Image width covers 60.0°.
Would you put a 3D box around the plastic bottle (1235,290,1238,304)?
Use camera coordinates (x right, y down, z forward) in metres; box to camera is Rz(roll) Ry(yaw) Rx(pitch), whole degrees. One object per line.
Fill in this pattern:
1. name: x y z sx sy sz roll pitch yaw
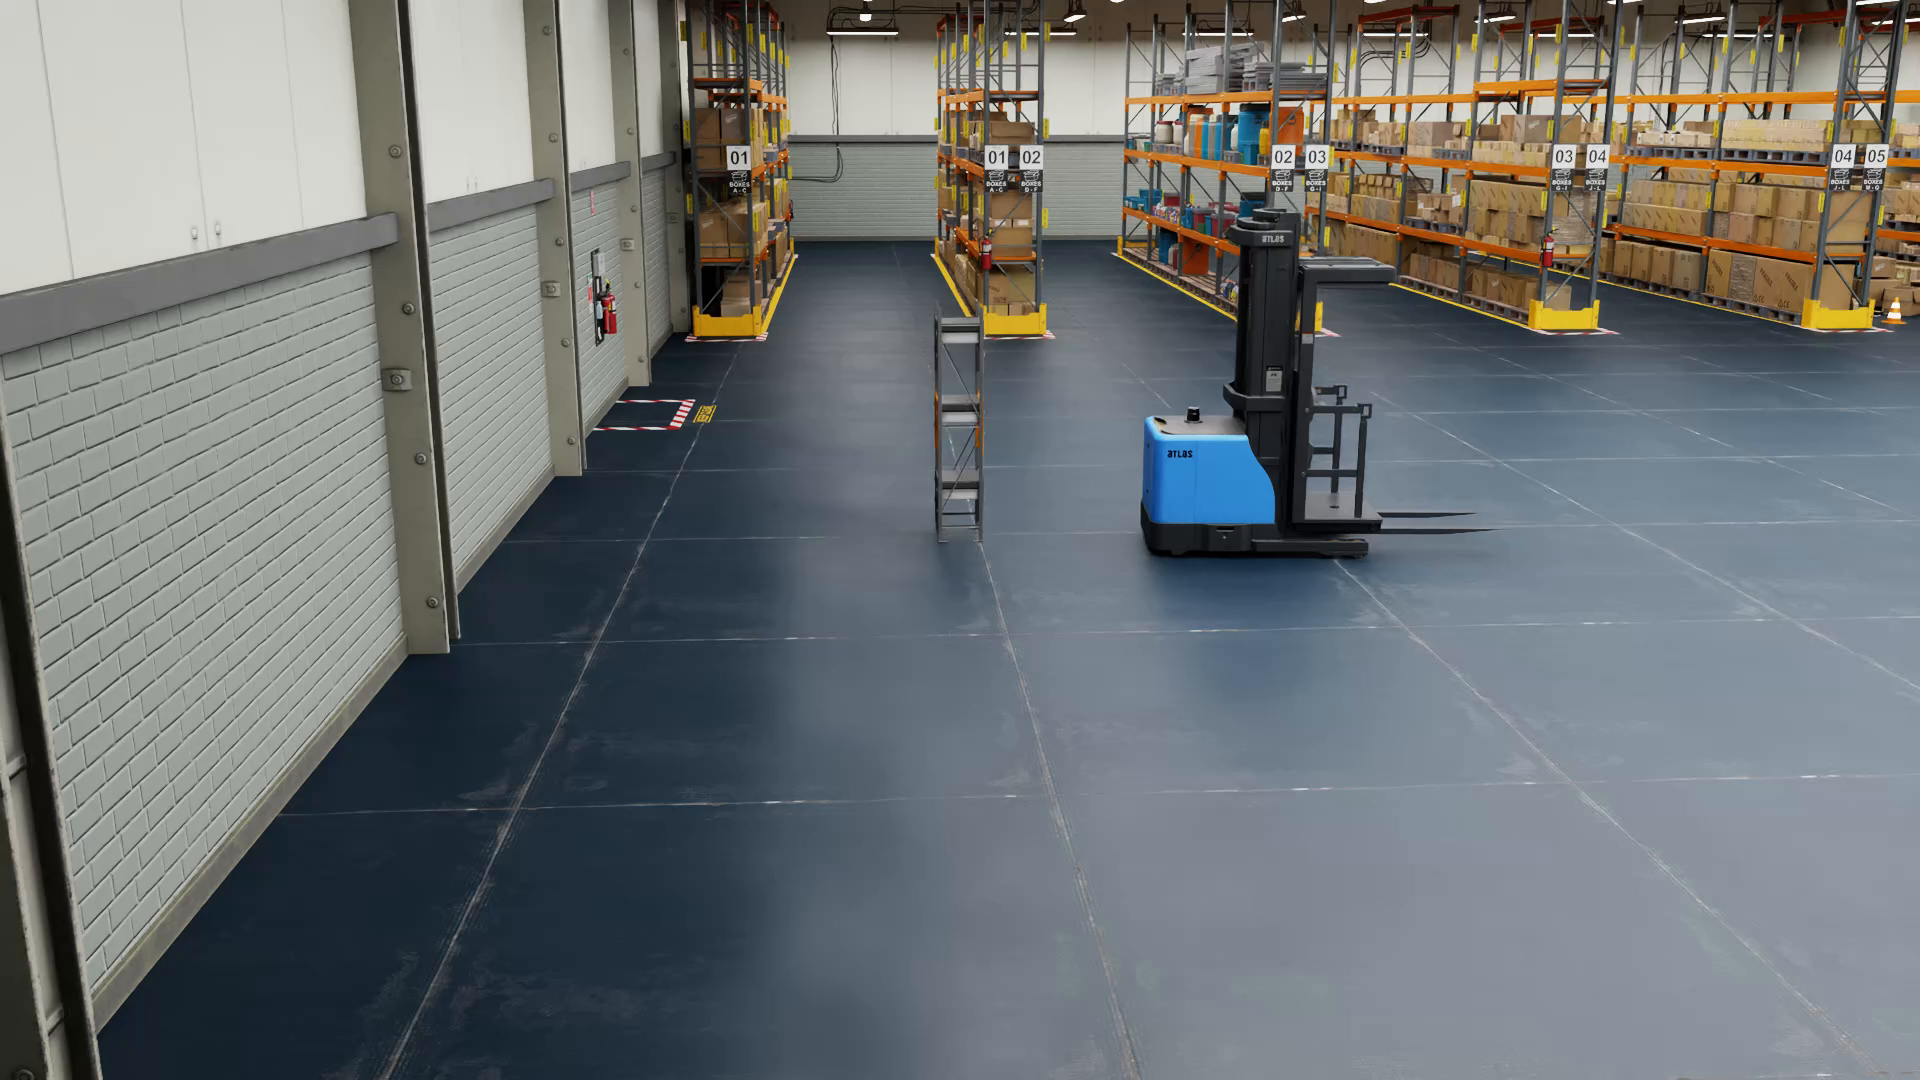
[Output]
1. plastic bottle: 5.306 -4.600 31.469 0.152 0.276 0.135 -1 14 -5

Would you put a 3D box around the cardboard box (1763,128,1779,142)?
1. cardboard box: 15.354 -7.555 31.009 0.500 0.250 0.500 -1 14 -3

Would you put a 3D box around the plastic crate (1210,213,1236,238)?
1. plastic crate: 5.271 -6.300 33.365 0.402 0.464 0.583 -1 14 -3

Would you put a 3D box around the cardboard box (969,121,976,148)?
1. cardboard box: 0.431 -7.721 31.671 0.500 0.500 0.500 0 14 1

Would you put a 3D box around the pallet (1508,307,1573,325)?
1. pallet: 10.778 -4.106 30.562 1.003 0.211 1.213 -1 14 -3

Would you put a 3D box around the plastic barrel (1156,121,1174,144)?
1. plastic barrel: 4.893 -9.730 39.689 0.433 0.535 0.433 0 14 0

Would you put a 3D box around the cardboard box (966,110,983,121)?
1. cardboard box: 0.394 -9.167 36.407 0.500 0.500 0.500 -1 14 -3

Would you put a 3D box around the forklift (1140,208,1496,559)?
1. forklift: 3.169 -1.387 14.534 3.031 2.935 1.130 0 14 1

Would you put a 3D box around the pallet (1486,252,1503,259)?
1. pallet: 14.783 -7.694 44.506 1.003 0.211 1.213 -1 14 -3

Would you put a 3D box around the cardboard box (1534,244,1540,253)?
1. cardboard box: 10.559 -5.243 29.890 0.380 0.149 0.250 -1 14 -3

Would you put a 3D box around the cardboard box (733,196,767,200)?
1. cardboard box: -4.428 -7.002 35.135 0.700 0.500 0.500 -2 15 -9

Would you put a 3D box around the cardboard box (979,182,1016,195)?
1. cardboard box: 0.729 -6.519 31.538 0.700 0.500 0.500 -1 14 -4

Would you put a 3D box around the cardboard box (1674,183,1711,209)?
1. cardboard box: 15.405 -7.191 34.748 0.700 0.500 0.500 -1 14 -3

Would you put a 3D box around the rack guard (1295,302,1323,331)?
1. rack guard: 5.803 -3.966 29.439 1.175 0.500 0.348 -1 14 -3

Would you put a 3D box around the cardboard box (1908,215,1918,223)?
1. cardboard box: 20.083 -6.718 34.778 0.380 0.149 0.250 -1 14 -4

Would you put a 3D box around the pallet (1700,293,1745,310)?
1. pallet: 15.476 -4.741 33.028 1.003 0.211 1.213 -1 14 -3

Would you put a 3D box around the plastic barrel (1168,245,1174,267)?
1. plastic barrel: 5.117 -6.688 39.151 0.421 0.512 0.421 0 14 0

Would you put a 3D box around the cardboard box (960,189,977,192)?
1. cardboard box: 0.338 -7.881 38.593 0.700 0.500 0.500 -5 15 -18

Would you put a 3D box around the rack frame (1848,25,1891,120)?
1. rack frame: 24.652 -12.350 44.968 1.000 3.000 0.127 -1 14 -3

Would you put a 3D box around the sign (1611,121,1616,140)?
1. sign: 11.339 -7.120 28.904 0.100 0.325 0.005 -1 14 -3

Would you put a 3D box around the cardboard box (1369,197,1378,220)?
1. cardboard box: 9.933 -7.772 39.012 0.500 0.500 0.500 -1 14 -2

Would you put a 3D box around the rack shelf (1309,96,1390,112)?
1. rack shelf: 9.931 -11.080 42.278 1.077 0.370 4.000 -1 14 -3

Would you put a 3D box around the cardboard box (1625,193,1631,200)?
1. cardboard box: 15.404 -7.831 37.909 0.380 0.149 0.250 -1 14 -5

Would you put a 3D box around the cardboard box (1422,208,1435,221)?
1. cardboard box: 10.177 -6.935 35.419 0.500 0.250 0.500 -1 14 -5

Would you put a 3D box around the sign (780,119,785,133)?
1. sign: -4.236 -9.856 39.626 0.100 0.325 0.005 -1 14 -3

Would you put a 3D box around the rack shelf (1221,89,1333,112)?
1. rack shelf: 5.731 -8.019 30.382 1.077 0.370 4.000 -1 14 -3

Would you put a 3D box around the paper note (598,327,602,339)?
1. paper note: -4.511 -2.587 20.831 0.016 0.148 0.142 -1 14 -3

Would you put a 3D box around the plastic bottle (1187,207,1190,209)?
1. plastic bottle: 5.397 -7.731 39.314 0.097 0.271 0.097 0 14 0

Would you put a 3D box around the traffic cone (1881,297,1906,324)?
1. traffic cone: 17.139 -4.212 30.468 0.336 0.463 0.334 -1 14 -3

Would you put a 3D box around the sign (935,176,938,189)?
1. sign: -0.622 -9.473 44.088 0.100 0.325 0.005 -1 14 -3

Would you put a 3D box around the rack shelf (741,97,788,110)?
1. rack shelf: -4.901 -10.851 41.386 1.077 0.370 4.000 -1 14 -3

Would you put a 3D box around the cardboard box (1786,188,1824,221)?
1. cardboard box: 15.644 -6.110 30.288 0.875 0.550 0.550 -1 14 -3

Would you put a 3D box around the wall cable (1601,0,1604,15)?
1. wall cable: 18.018 -16.862 49.260 2.355 3.000 0.029 -1 14 -3

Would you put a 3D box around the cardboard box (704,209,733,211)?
1. cardboard box: -4.333 -5.674 29.814 0.500 0.500 0.500 -1 14 -5

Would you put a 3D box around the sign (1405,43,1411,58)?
1. sign: 9.749 -10.650 36.166 0.100 0.325 0.005 -1 14 -3

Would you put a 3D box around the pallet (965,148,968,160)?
1. pallet: 0.618 -7.989 34.414 1.003 0.211 1.213 0 14 -1

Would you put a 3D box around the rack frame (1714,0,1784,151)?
1. rack frame: 15.507 -9.187 32.673 1.000 3.000 0.127 -1 14 -3

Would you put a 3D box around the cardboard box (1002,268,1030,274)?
1. cardboard box: 1.023 -4.703 30.457 0.500 0.500 0.500 -1 14 -3

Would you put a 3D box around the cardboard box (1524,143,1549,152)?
1. cardboard box: 10.405 -7.068 29.956 0.380 0.149 0.250 -1 14 -3

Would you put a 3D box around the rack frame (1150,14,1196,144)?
1. rack frame: 5.111 -11.049 39.908 1.000 3.000 0.127 -1 14 -3

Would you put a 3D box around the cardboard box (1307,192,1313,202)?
1. cardboard box: 9.567 -9.162 44.321 0.500 0.250 0.500 -1 14 -5

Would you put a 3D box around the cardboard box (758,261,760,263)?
1. cardboard box: -4.423 -5.912 34.614 0.500 0.250 0.500 -1 14 -4

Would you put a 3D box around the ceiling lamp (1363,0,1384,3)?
1. ceiling lamp: 8.409 -11.896 31.486 0.800 3.185 2.000 -1 14 -3

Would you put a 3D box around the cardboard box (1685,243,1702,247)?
1. cardboard box: 19.903 -7.940 44.165 0.875 0.438 0.875 0 14 -2

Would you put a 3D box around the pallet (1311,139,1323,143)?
1. pallet: 9.863 -10.440 43.740 1.003 0.211 1.213 -1 14 -3

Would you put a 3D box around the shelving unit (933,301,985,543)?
1. shelving unit: -0.010 -1.058 14.925 0.431 2.100 0.503 -1 14 -3

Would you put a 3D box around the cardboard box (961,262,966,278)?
1. cardboard box: 0.284 -5.571 34.209 0.500 0.311 0.500 -1 14 -4

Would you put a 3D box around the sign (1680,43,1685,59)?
1. sign: 15.813 -10.720 36.440 0.100 0.325 0.005 -1 14 -3

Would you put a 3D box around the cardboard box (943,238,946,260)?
1. cardboard box: -0.151 -7.207 41.152 0.500 0.500 0.500 -1 14 -3
